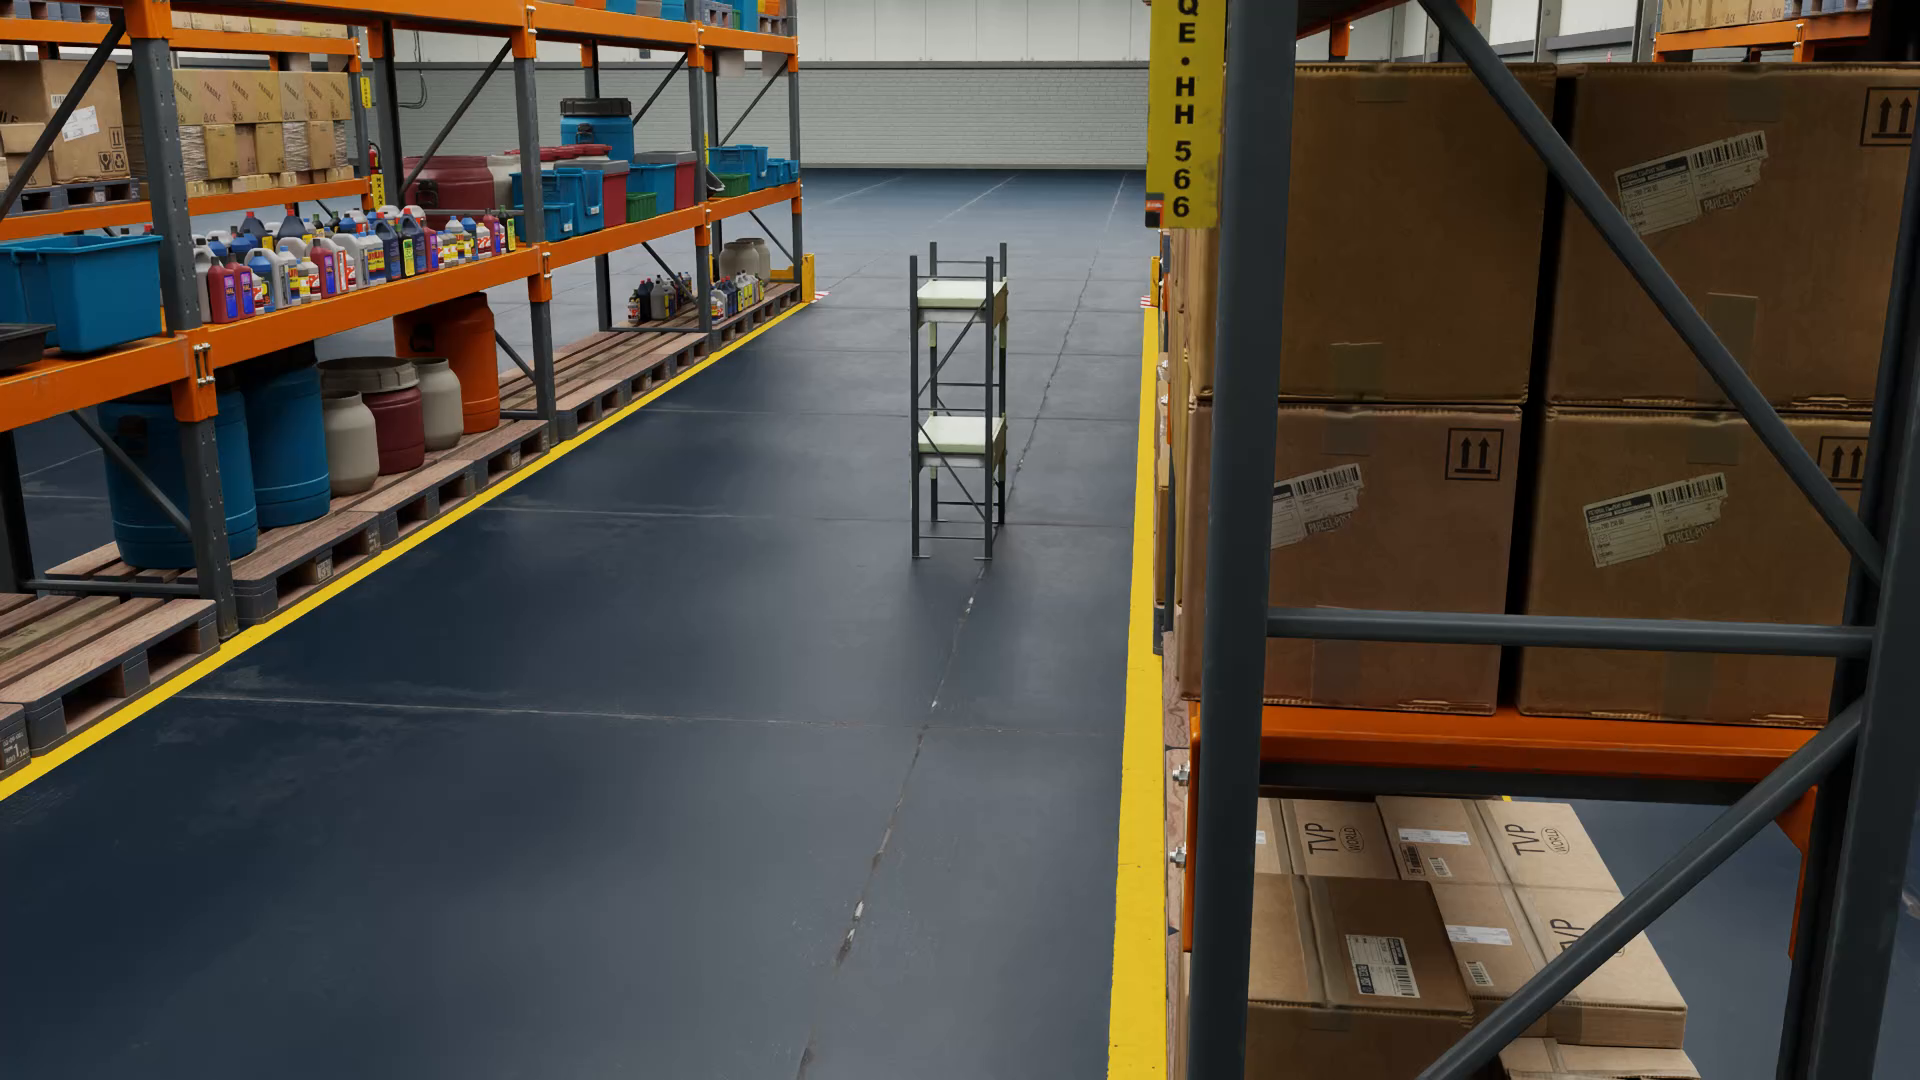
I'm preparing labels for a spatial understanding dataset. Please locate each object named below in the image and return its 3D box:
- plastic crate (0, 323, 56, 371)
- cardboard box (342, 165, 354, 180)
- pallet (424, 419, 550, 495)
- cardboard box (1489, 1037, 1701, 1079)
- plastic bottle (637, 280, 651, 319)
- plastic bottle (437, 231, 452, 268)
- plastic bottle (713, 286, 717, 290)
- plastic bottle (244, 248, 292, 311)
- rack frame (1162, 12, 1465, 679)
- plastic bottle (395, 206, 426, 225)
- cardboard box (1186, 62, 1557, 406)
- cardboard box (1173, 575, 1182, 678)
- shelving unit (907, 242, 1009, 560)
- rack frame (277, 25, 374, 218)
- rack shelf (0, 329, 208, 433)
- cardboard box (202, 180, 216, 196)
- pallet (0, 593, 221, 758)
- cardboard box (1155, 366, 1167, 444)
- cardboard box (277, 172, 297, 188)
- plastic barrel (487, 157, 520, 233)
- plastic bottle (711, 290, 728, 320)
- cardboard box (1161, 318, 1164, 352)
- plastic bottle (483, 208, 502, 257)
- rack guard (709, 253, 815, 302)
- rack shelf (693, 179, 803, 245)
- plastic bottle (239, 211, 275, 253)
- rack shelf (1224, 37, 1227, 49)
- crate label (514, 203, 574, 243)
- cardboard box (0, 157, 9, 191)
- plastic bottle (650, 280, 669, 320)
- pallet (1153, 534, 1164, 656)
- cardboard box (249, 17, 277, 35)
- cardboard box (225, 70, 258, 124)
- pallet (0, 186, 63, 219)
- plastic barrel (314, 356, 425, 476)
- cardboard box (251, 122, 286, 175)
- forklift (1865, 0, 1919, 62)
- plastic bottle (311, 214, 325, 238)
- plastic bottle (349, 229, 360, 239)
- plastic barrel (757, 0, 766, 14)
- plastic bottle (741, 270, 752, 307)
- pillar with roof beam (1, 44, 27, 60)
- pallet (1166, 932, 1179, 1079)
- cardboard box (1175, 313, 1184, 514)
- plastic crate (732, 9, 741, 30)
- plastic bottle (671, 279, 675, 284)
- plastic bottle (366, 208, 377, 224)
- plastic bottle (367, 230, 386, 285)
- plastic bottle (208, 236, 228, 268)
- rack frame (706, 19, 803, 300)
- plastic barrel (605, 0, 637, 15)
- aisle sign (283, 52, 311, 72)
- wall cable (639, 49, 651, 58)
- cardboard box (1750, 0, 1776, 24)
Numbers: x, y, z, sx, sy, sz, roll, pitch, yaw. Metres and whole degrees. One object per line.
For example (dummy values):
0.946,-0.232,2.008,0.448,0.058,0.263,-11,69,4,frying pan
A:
-3.471,-0.643,5.704,0.437,0.125,0.590,2,15,6,plastic crate
-7.006,-4.102,18.565,0.380,0.149,0.250,2,15,6,cardboard box
-3.208,-0.530,10.219,1.003,0.211,1.213,2,15,6,pallet
1.275,1.132,3.315,0.380,0.166,0.250,2,15,6,cardboard box
-2.923,-2.229,15.390,0.144,0.351,0.185,1,15,5,plastic bottle
-2.905,-1.628,9.317,0.097,0.201,0.097,0,15,0,plastic bottle
-2.309,-2.253,15.632,0.097,0.271,0.097,0,15,0,plastic bottle
-3.139,-1.189,7.549,0.152,0.276,0.135,2,15,6,plastic bottle
1.310,-0.898,6.236,1.000,3.000,0.127,2,15,6,rack frame
-3.379,-1.915,10.235,0.152,0.276,0.135,2,15,6,plastic bottle
0.635,-0.515,2.712,0.500,0.500,0.500,2,15,6,cardboard box
1.047,0.290,6.150,0.500,0.311,0.500,2,15,6,cardboard box
0.001,-0.726,8.473,0.431,1.500,0.755,2,15,6,shelving unit
-7.179,-4.303,18.828,1.000,3.000,0.127,2,15,6,rack frame
-3.837,-0.179,4.954,1.077,0.370,4.000,2,15,6,rack shelf
-7.265,-3.321,15.679,0.380,0.149,0.250,2,15,6,cardboard box
-3.656,0.493,6.433,1.003,0.211,1.213,2,15,6,pallet
1.372,-0.695,9.433,0.500,0.500,0.500,1,15,4,cardboard box
-7.071,-3.709,17.115,0.380,0.149,0.250,2,15,6,cardboard box
-3.256,-2.409,11.611,0.421,0.512,0.421,0,15,0,plastic barrel
-2.228,-2.171,15.321,0.152,0.276,0.135,2,15,8,plastic bottle
1.628,-1.359,11.332,0.500,0.311,0.500,1,15,5,cardboard box
-2.808,-1.848,9.975,0.061,0.283,0.133,2,15,6,plastic bottle
-2.219,-2.929,18.537,1.175,0.500,0.348,2,15,6,rack guard
-2.483,-3.291,16.464,1.077,0.370,4.000,2,15,6,rack shelf
-3.709,-1.555,8.759,0.144,0.351,0.185,2,15,6,plastic bottle
2.438,-4.592,15.530,1.077,0.370,4.000,2,15,6,rack shelf
-2.740,-2.100,11.001,0.303,0.233,0.416,2,15,6,crate label
-7.664,-2.786,12.702,0.500,0.250,0.500,1,15,5,cardboard box
-2.779,-2.224,15.374,0.144,0.351,0.185,2,15,6,plastic bottle
1.364,0.236,7.384,1.003,0.211,1.213,2,15,6,pallet
-7.152,-5.153,16.514,0.500,0.250,0.500,1,15,5,cardboard box
-7.215,-4.309,16.173,0.500,0.500,0.500,2,15,6,cardboard box
-7.899,-2.650,13.083,1.003,0.211,1.213,2,15,6,pallet
-3.326,-0.700,9.321,0.600,0.588,0.708,2,15,6,plastic barrel
-7.373,-3.962,16.806,0.875,0.500,0.500,2,15,6,cardboard box
4.458,-1.019,6.816,3.031,2.935,1.130,-6,16,-20,forklift
-3.669,-1.710,9.462,0.061,0.283,0.133,2,15,6,plastic bottle
-3.131,-1.476,8.619,0.097,0.271,0.097,0,15,0,plastic bottle
-2.260,-5.599,16.711,0.600,0.588,0.600,0,15,0,plastic barrel
-2.115,-2.458,16.237,0.144,0.351,0.185,2,15,9,plastic bottle
-16.623,-12.024,35.888,9.100,9.000,0.400,2,15,6,pillar with roof beam
0.956,1.259,3.601,1.003,0.211,1.213,2,15,6,pallet
0.755,-0.297,3.821,0.500,0.500,0.500,2,15,7,cardboard box
-2.260,-4.866,15.572,0.336,0.188,0.450,2,15,6,plastic crate
-2.822,-2.476,16.458,0.097,0.271,0.097,0,15,0,plastic bottle
-3.570,-1.888,10.144,0.097,0.271,0.097,0,15,0,plastic bottle
-2.999,-1.446,8.510,0.097,0.271,0.097,0,15,0,plastic bottle
-3.649,-1.356,8.176,0.097,0.271,0.097,0,15,0,plastic bottle
-2.257,-4.157,18.289,1.000,3.000,0.127,2,15,6,rack frame
-2.698,-4.332,12.229,0.600,0.901,0.708,2,15,6,plastic barrel
-7.470,-5.583,18.581,0.394,0.787,0.004,2,15,6,aisle sign
-8.469,-17.346,49.056,2.305,6.003,0.169,2,15,6,wall cable
7.016,-4.603,13.961,0.500,0.500,0.500,0,15,2,cardboard box
